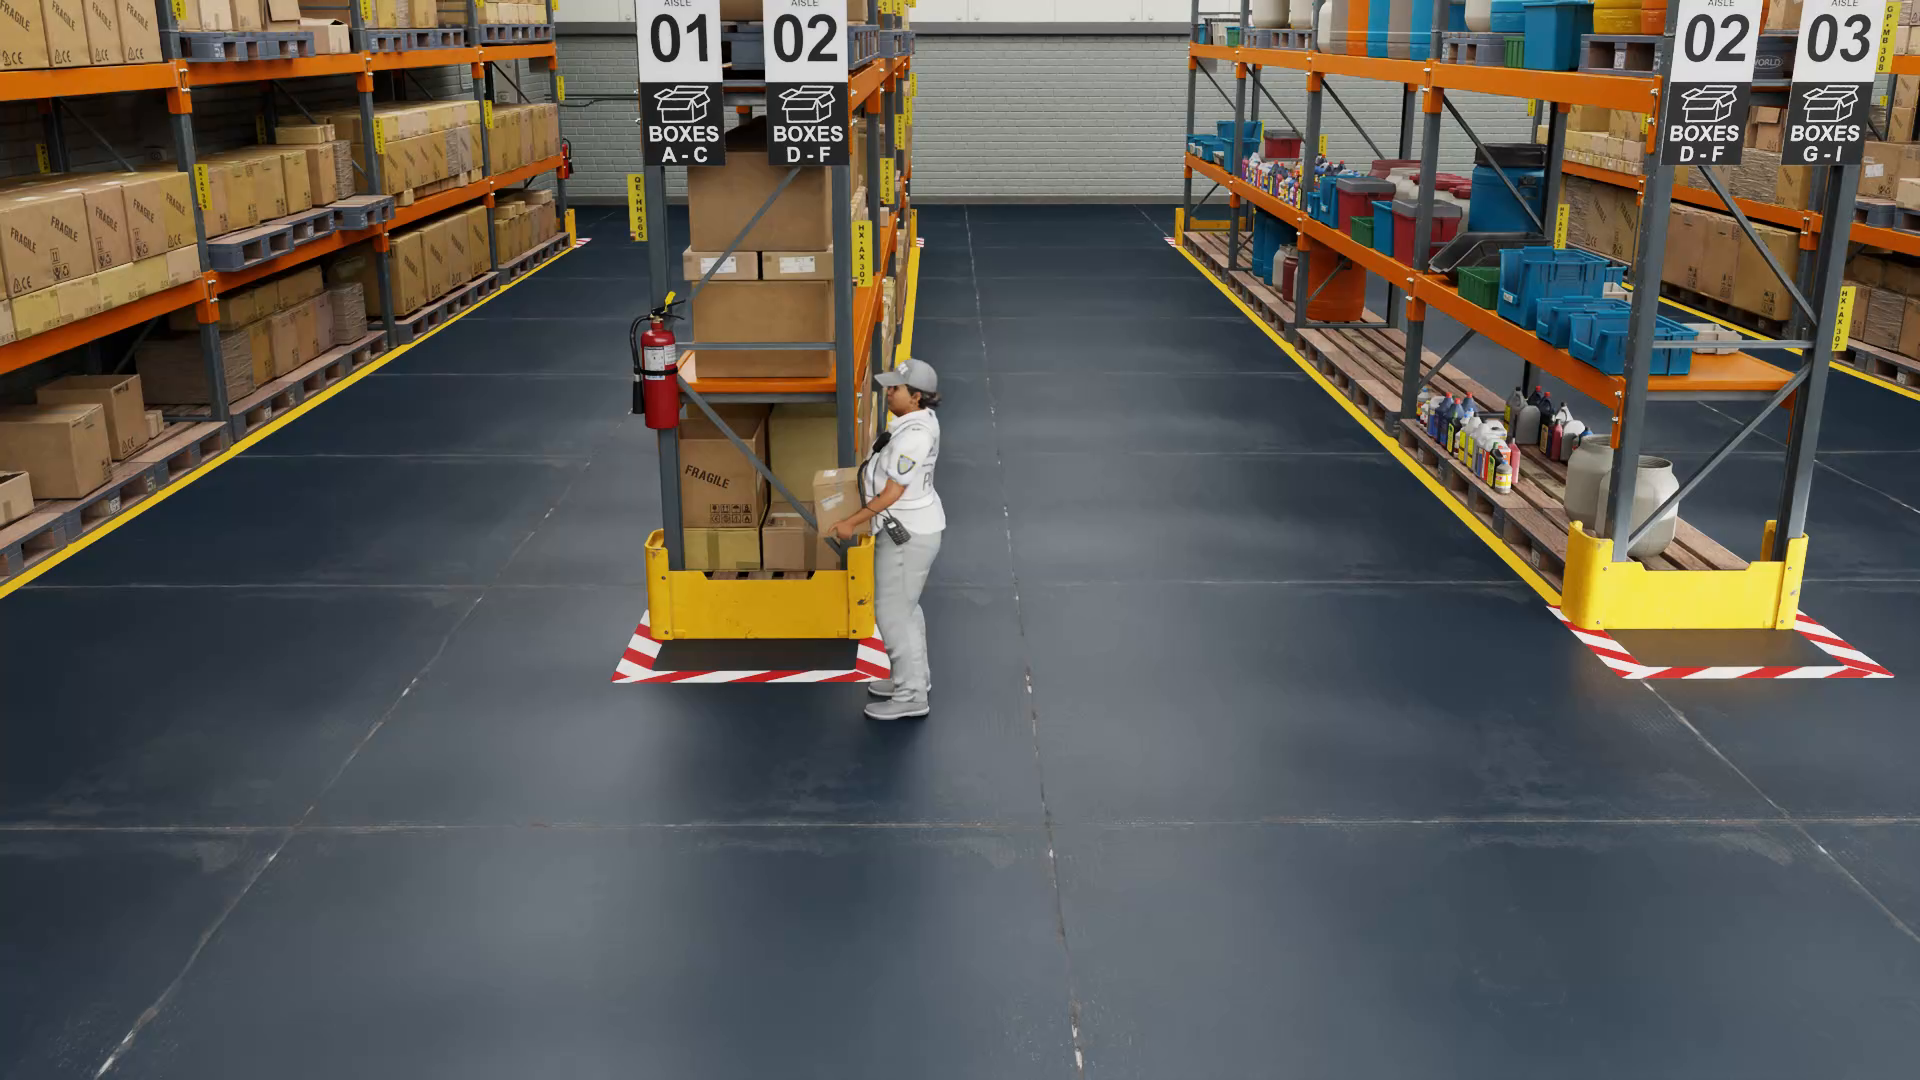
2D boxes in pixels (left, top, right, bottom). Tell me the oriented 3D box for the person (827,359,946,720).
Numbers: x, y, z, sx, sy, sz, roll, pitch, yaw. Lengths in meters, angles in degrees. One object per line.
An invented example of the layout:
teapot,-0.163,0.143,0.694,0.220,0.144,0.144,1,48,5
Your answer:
person,-0.331,-0.014,7.606,0.535,1.654,0.452,0,17,0
